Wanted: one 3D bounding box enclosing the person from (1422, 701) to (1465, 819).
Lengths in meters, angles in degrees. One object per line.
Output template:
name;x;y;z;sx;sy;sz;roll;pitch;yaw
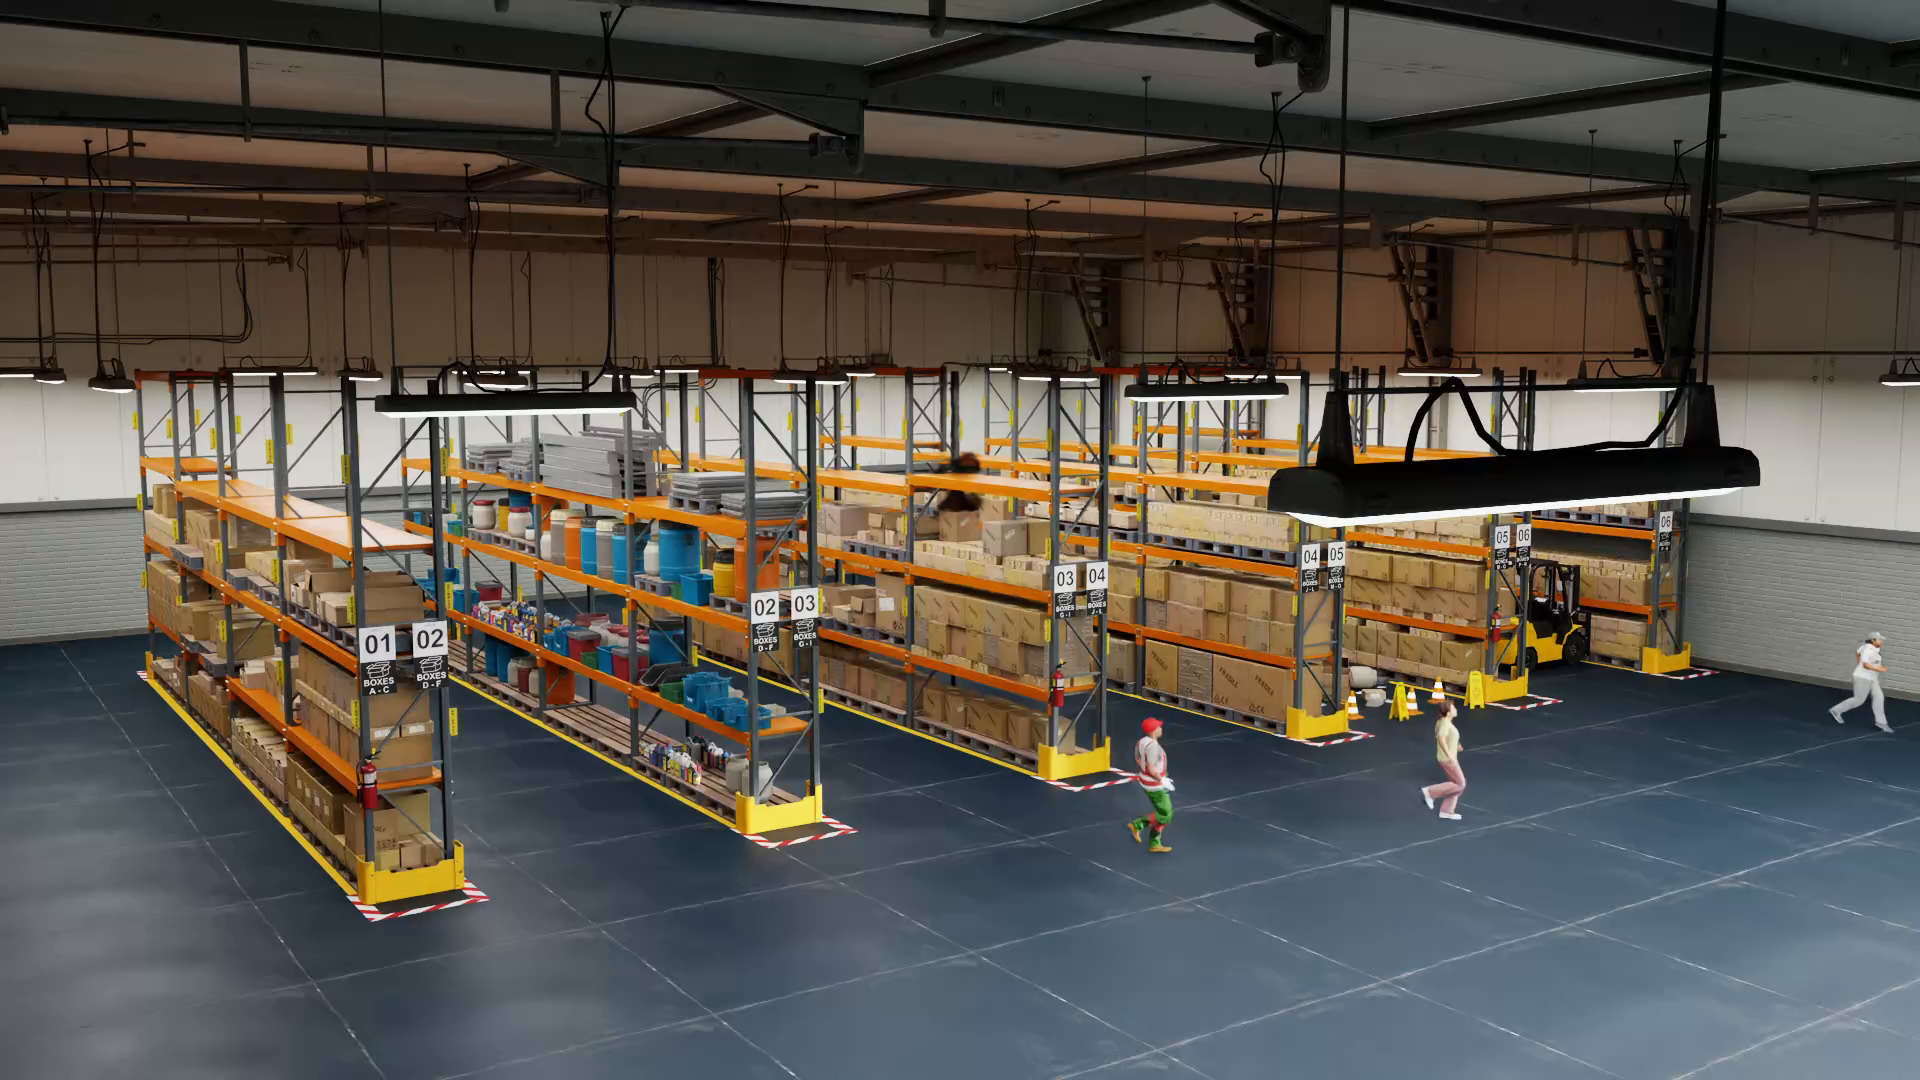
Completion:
person;6.569;2.989;22.597;0.563;1.627;0.616;1;7;8

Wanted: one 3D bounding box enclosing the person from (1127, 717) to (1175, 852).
person;2.389;3.101;21.032;0.613;1.740;0.657;-1;7;-11

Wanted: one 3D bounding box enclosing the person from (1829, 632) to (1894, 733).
person;15.192;2.364;27.946;0.981;1.684;0.628;4;8;34
